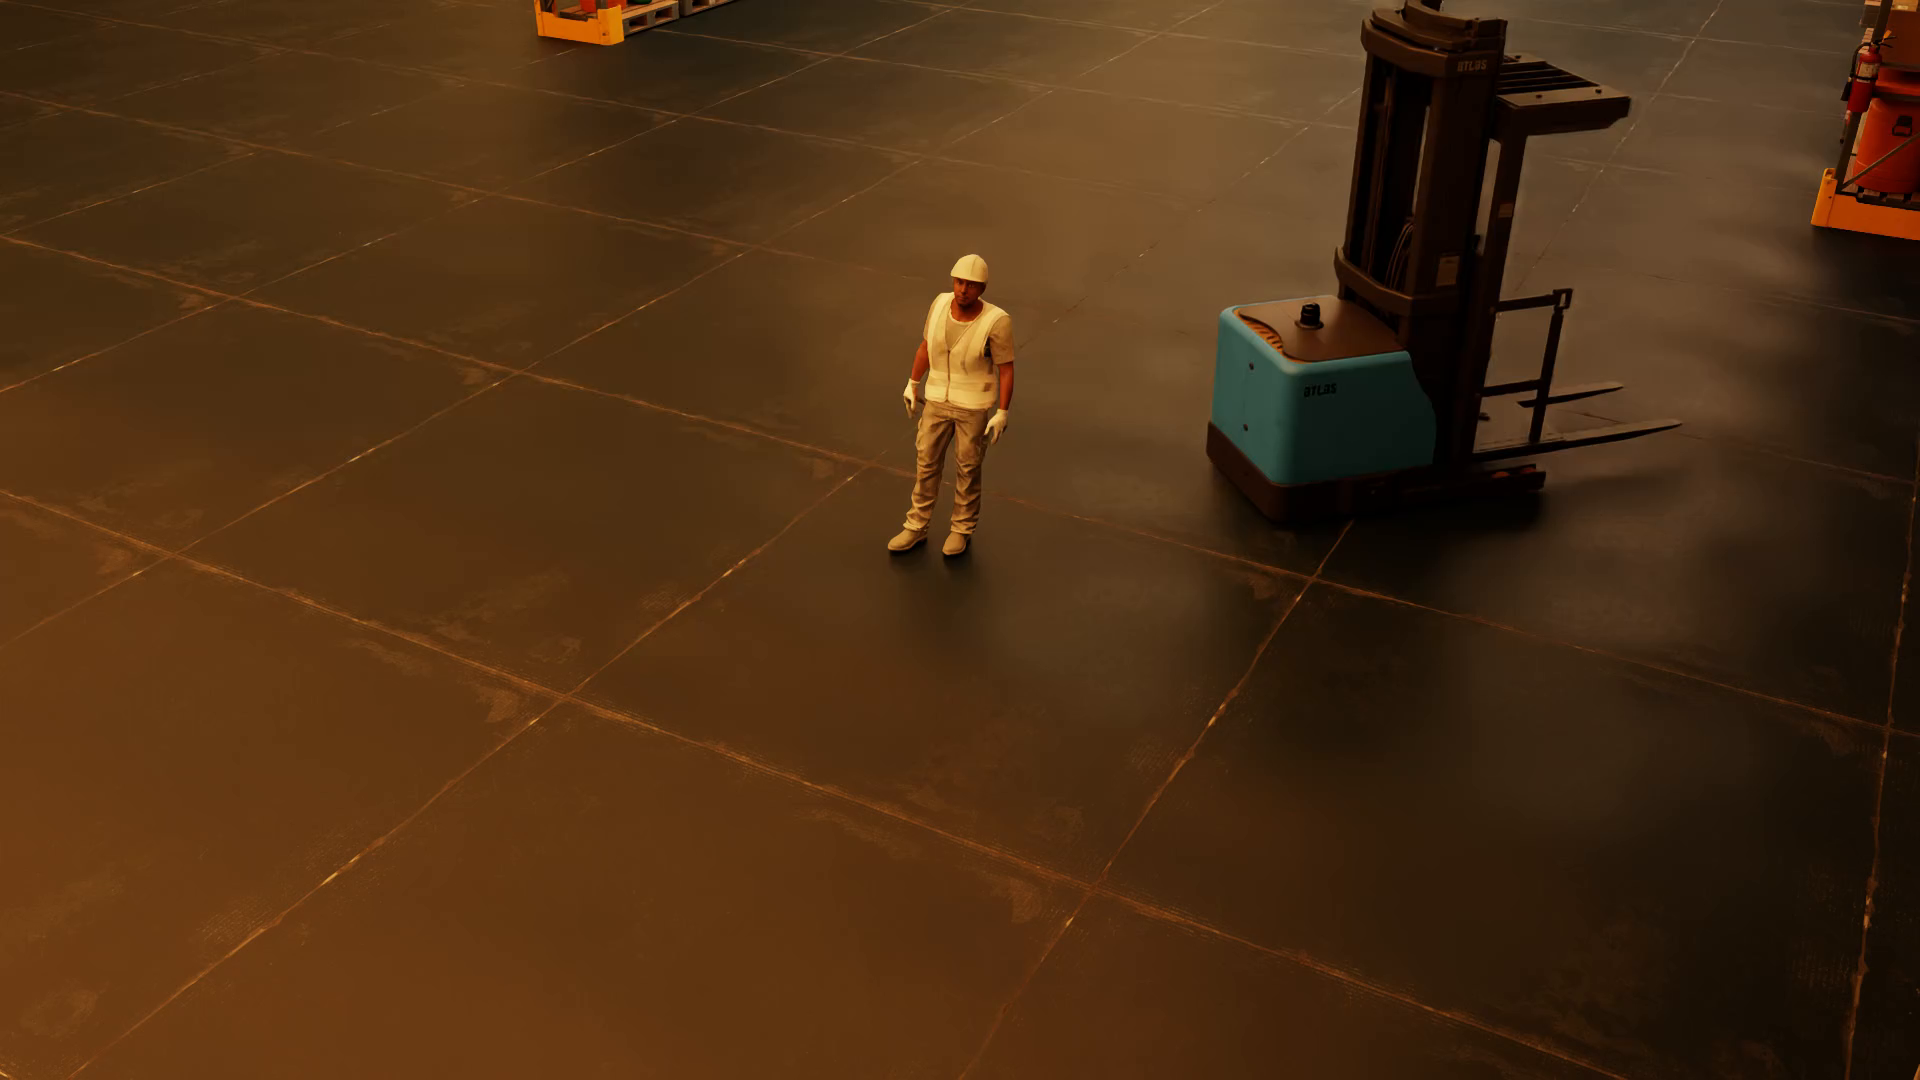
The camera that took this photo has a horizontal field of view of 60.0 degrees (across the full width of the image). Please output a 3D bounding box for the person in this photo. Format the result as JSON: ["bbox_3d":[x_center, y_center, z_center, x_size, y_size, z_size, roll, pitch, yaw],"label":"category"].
[{"bbox_3d":[-0.042,-0.749,9.502,0.657,1.785,0.575,15,33,25],"label":"person"}]

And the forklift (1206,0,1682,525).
[{"bbox_3d":[3.180,-1.777,10.150,3.031,2.935,1.130,-9,31,-15],"label":"forklift"}]
